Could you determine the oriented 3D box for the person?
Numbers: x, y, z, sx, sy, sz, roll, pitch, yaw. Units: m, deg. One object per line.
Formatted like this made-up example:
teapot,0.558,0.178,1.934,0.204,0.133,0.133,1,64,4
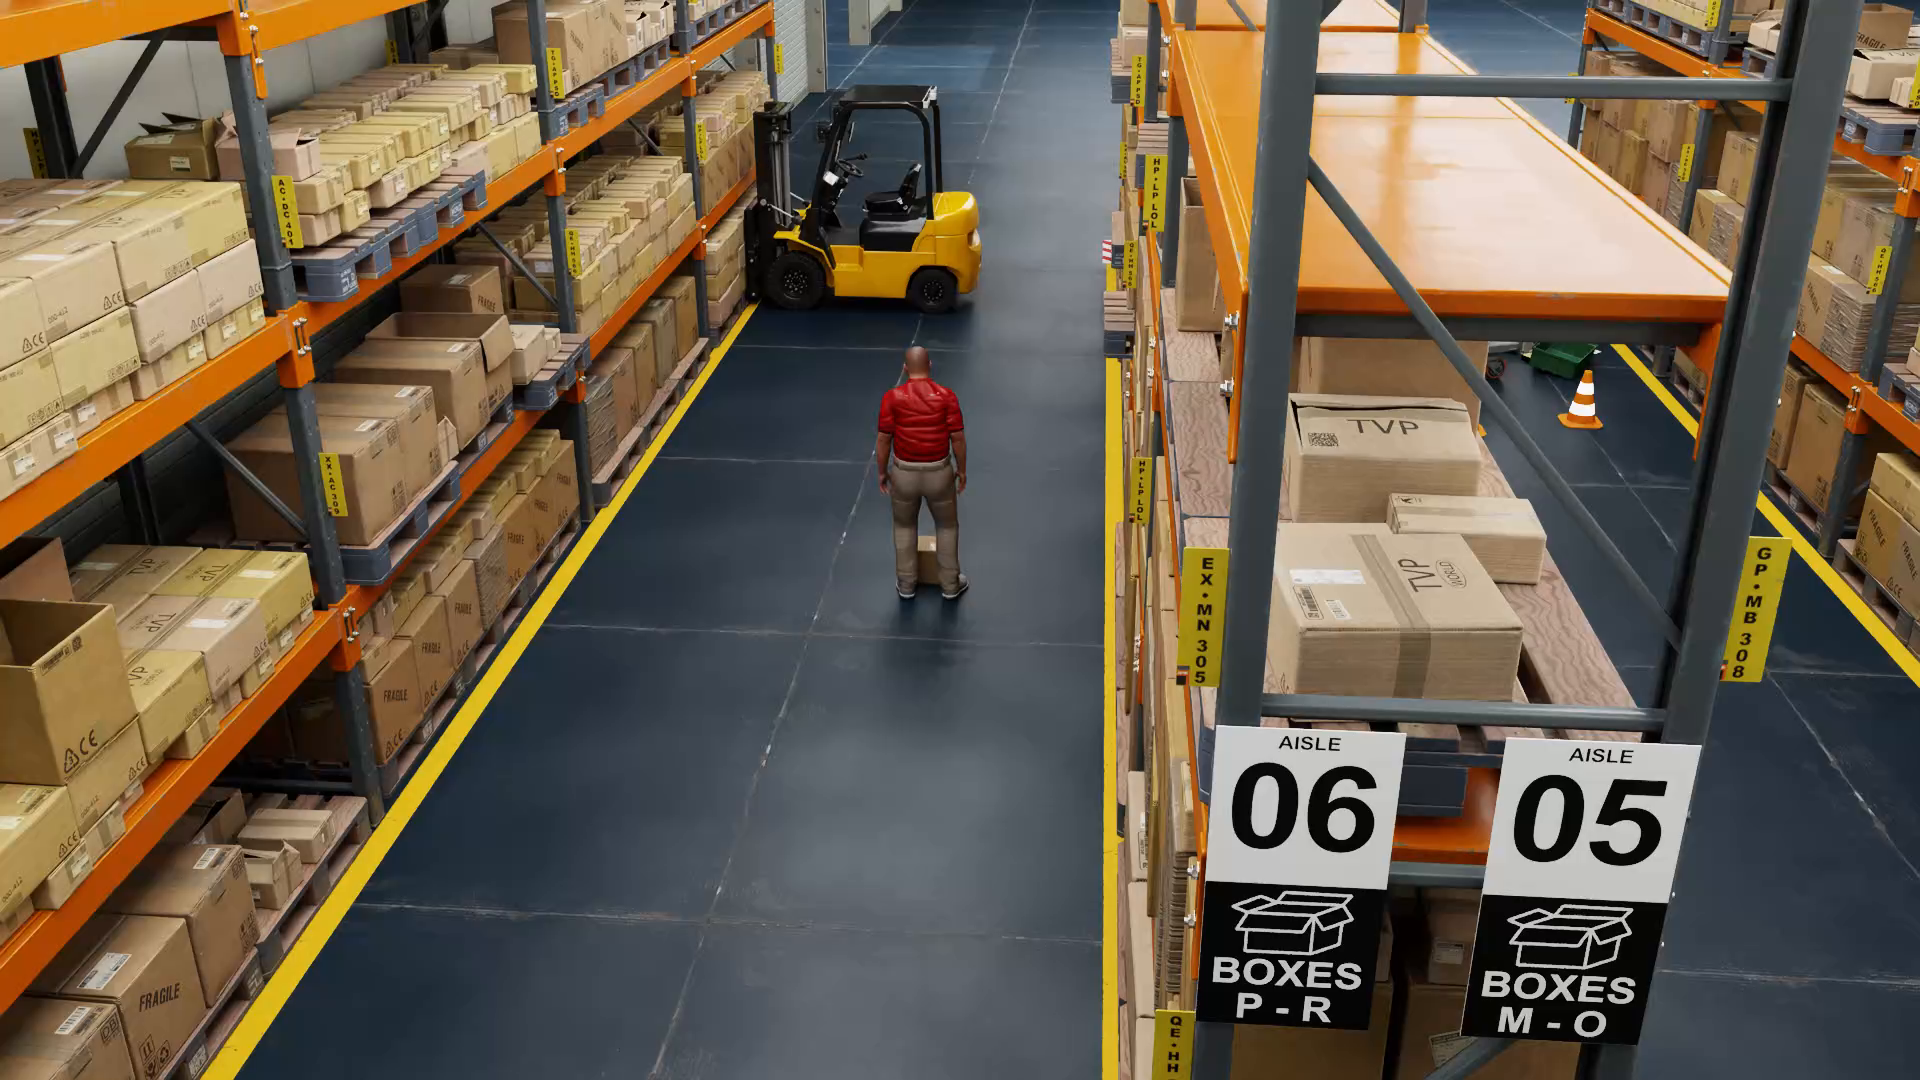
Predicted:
person,-0.244,-0.432,10.980,0.604,1.726,0.394,0,24,1
